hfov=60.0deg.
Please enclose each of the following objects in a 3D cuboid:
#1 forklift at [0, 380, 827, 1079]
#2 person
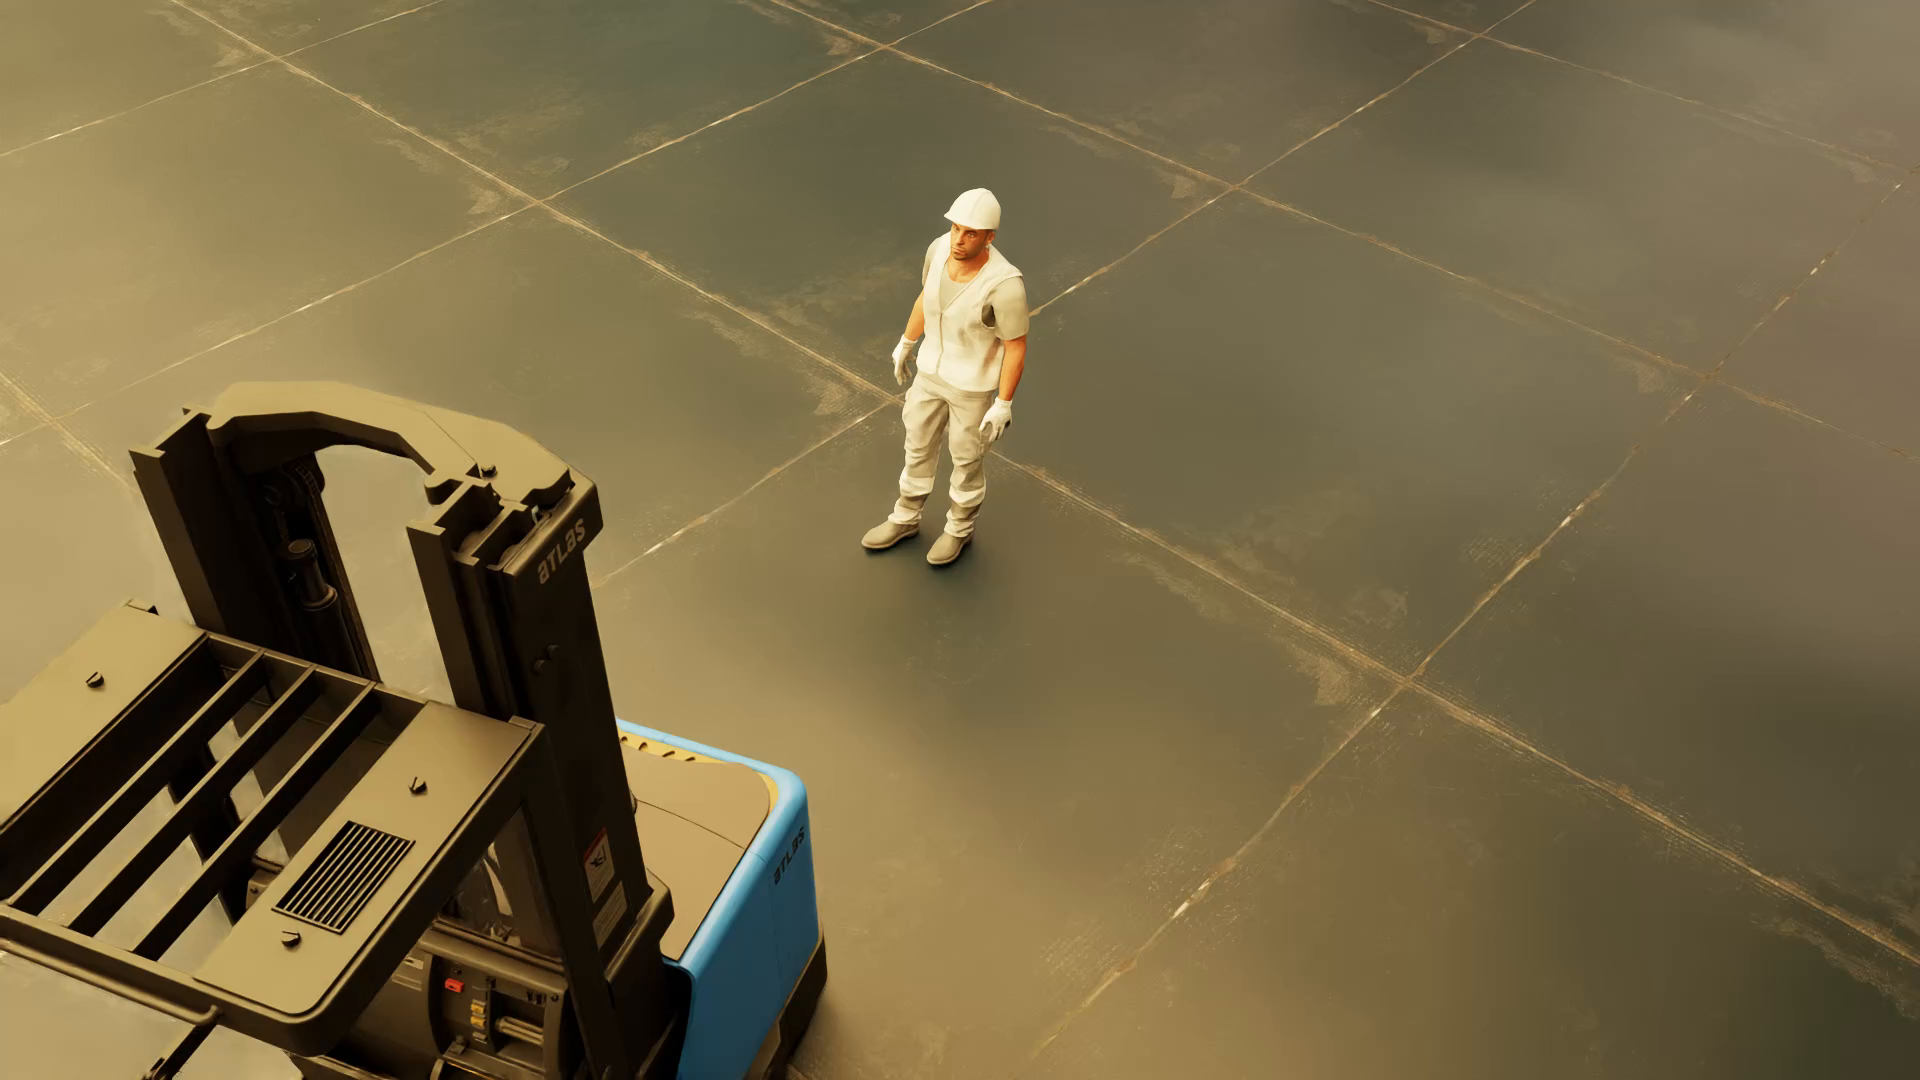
[{"bbox_3d":[-1.466,1.217,4.009,1.130,2.935,3.031,14,43,16],"label":"forklift"},{"bbox_3d":[-0.065,-0.651,7.052,0.637,1.787,0.560,31,49,31],"label":"person"}]
